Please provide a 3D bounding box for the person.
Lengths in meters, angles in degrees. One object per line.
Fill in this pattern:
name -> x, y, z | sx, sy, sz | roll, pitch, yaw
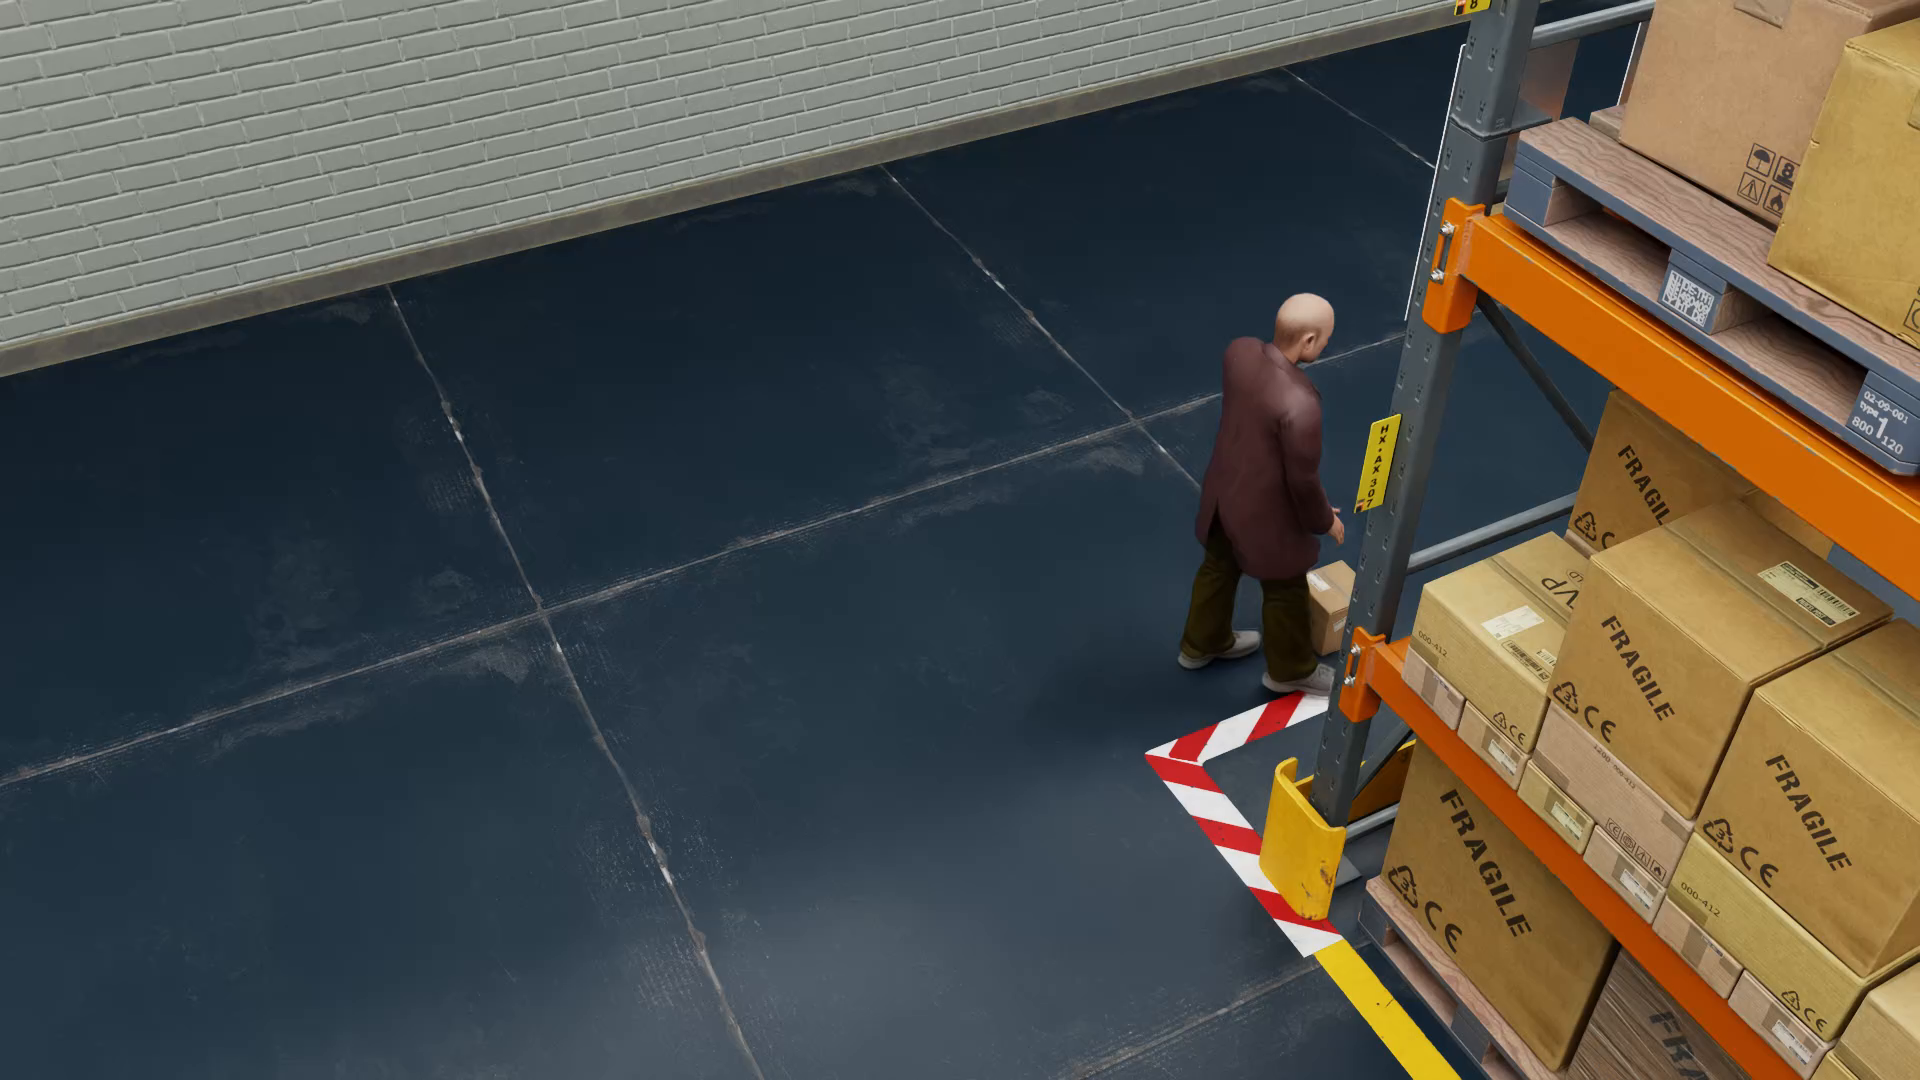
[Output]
person -> 1.224, -0.163, 6.341 | 0.604, 1.784, 0.596 | -15, 43, -17
